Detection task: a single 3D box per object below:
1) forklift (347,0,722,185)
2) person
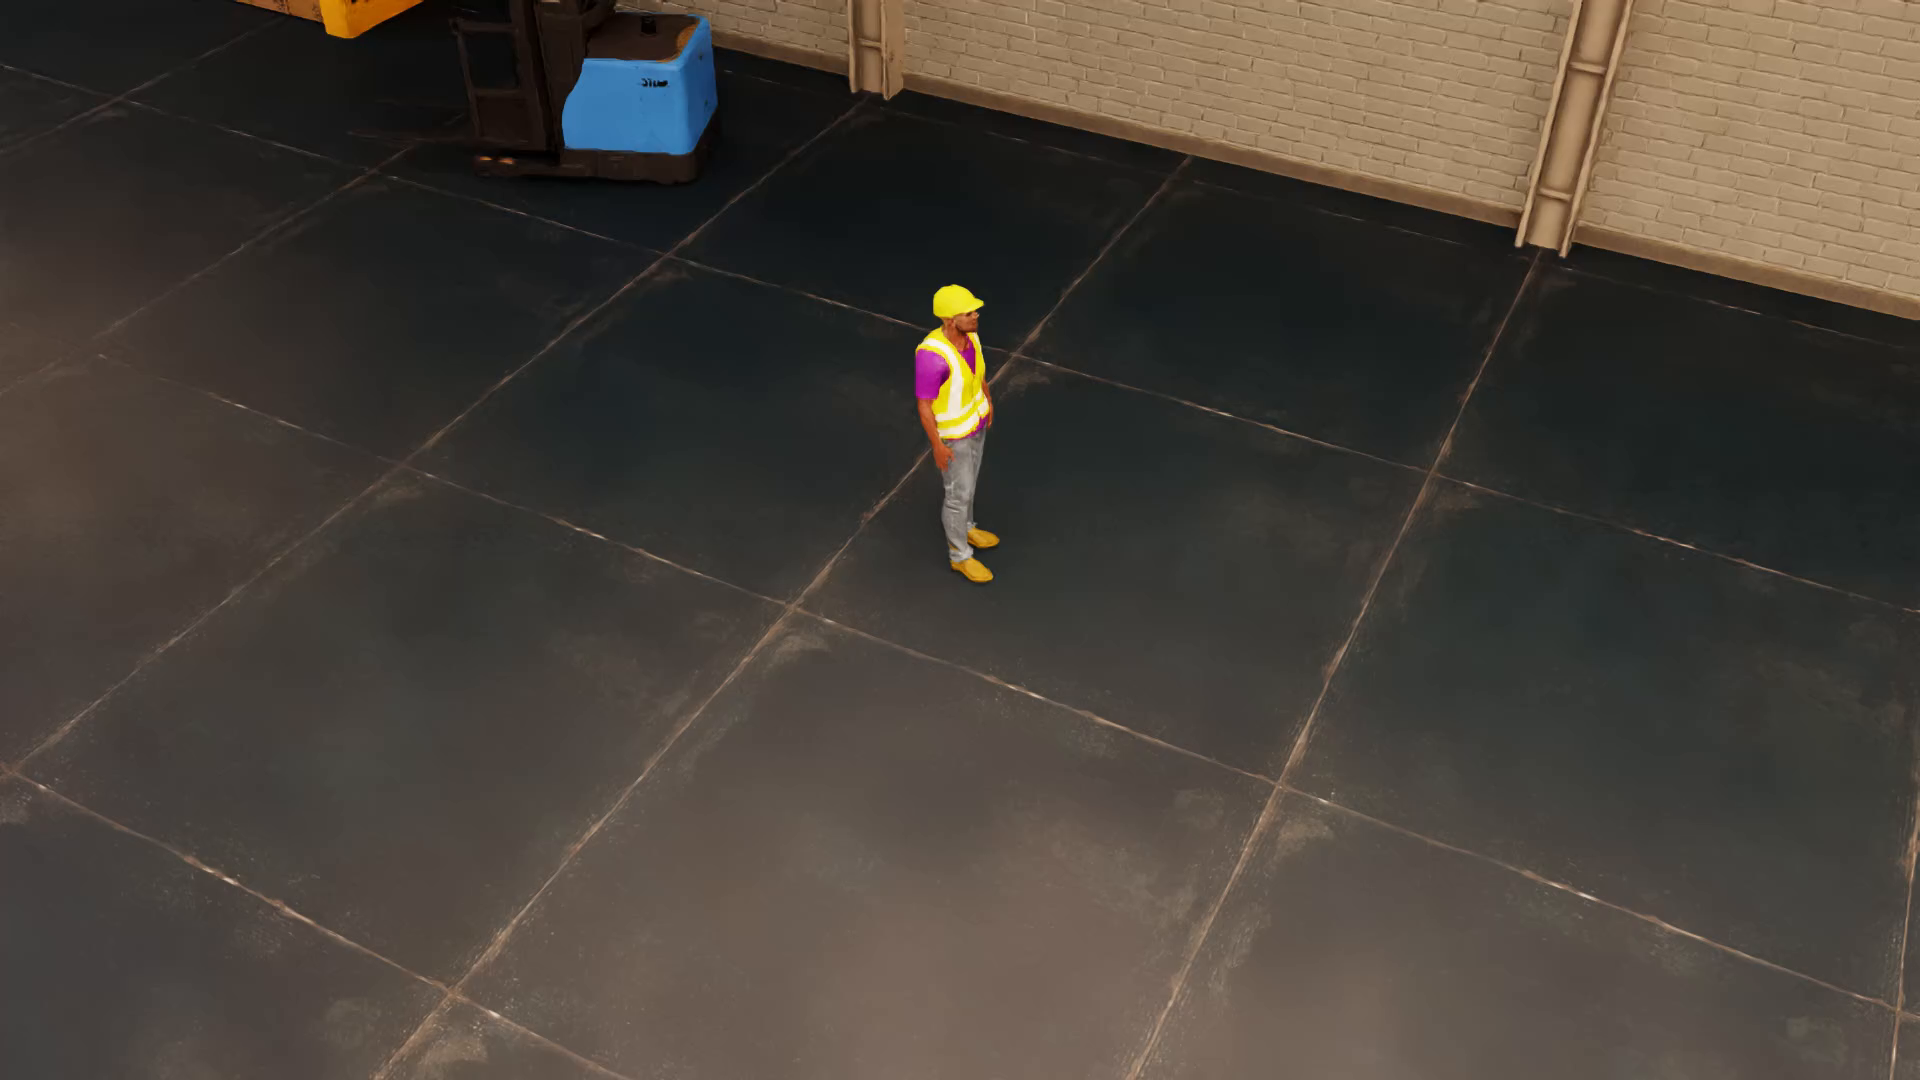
[{"bbox_3d":[-3.610,-4.457,13.279,3.031,2.935,1.130,5,40,6],"label":"forklift"},{"bbox_3d":[0.059,-0.657,9.660,0.576,1.766,0.665,18,43,21],"label":"person"}]
